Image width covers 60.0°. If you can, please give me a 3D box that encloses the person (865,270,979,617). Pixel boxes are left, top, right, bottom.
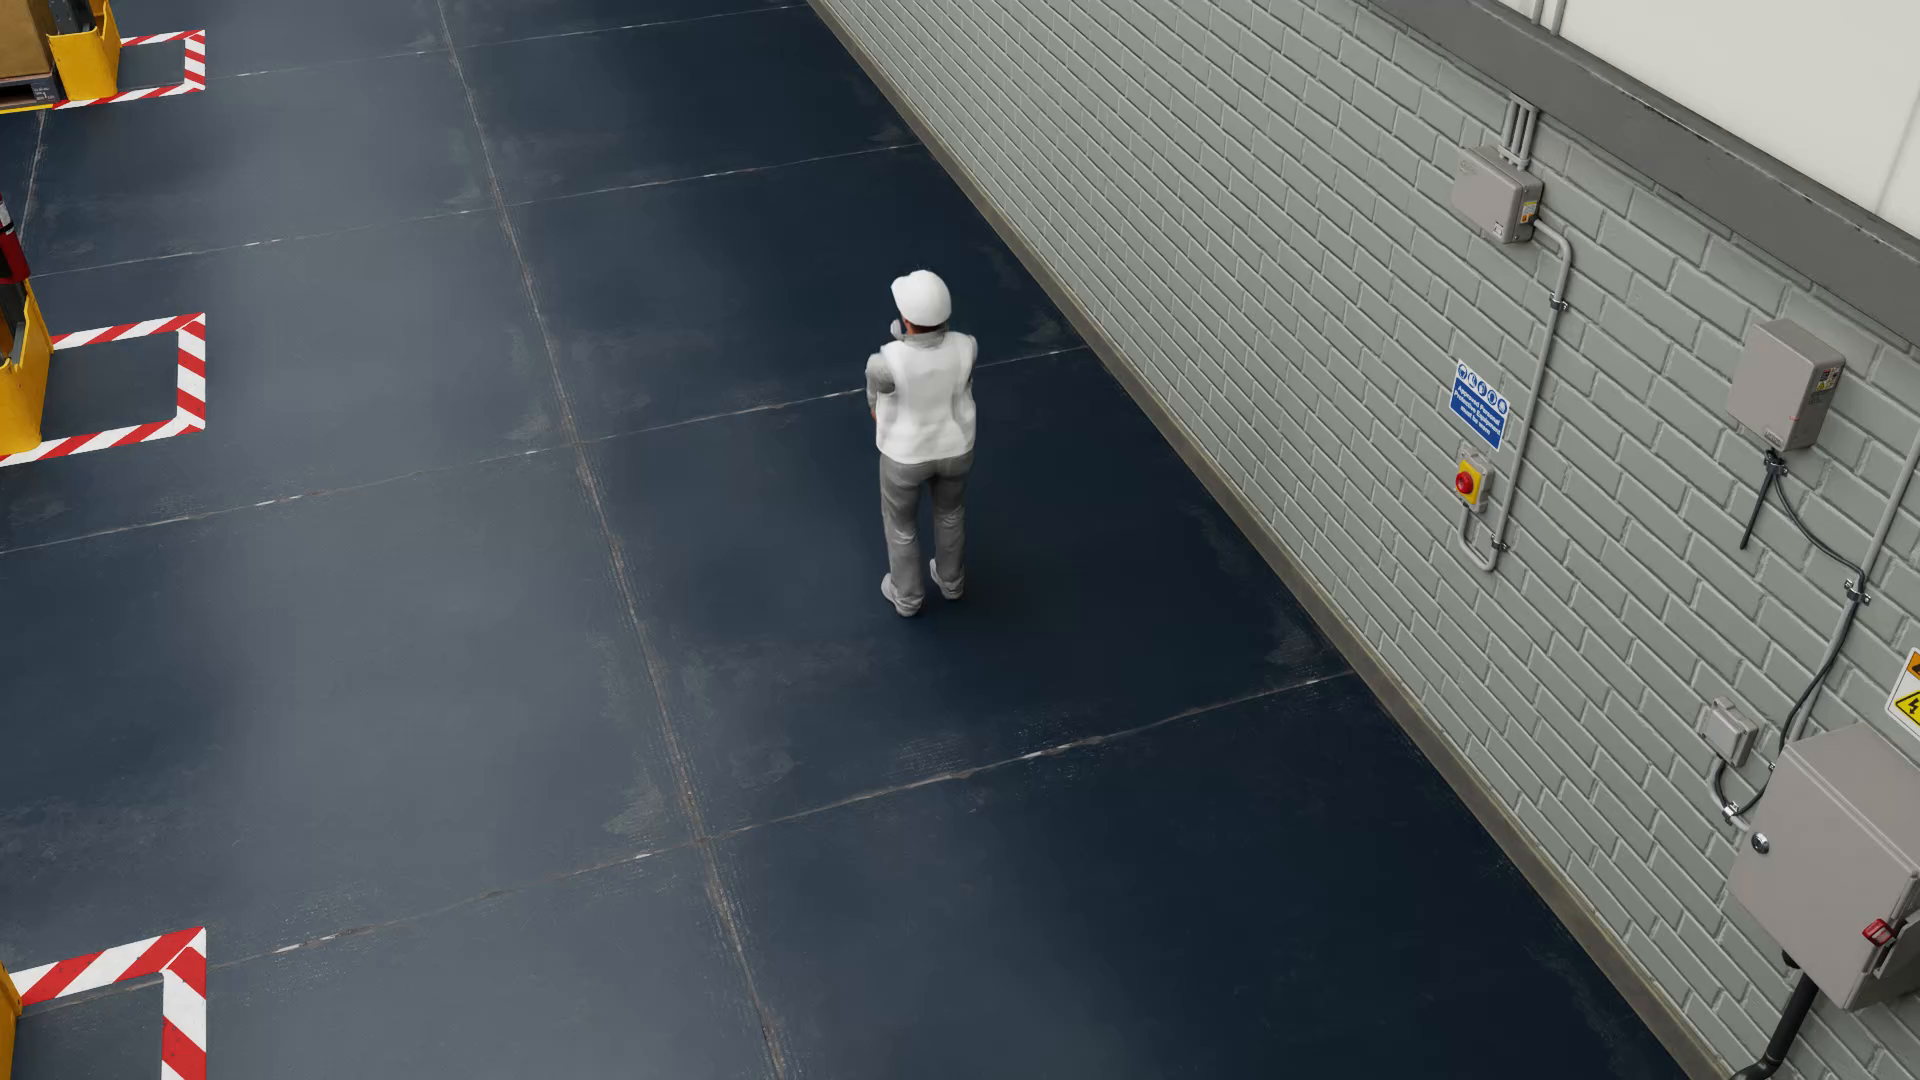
[{"bbox_3d":[-0.195,-0.471,7.384,0.494,1.763,0.557,-12,39,-15],"label":"person"}]
